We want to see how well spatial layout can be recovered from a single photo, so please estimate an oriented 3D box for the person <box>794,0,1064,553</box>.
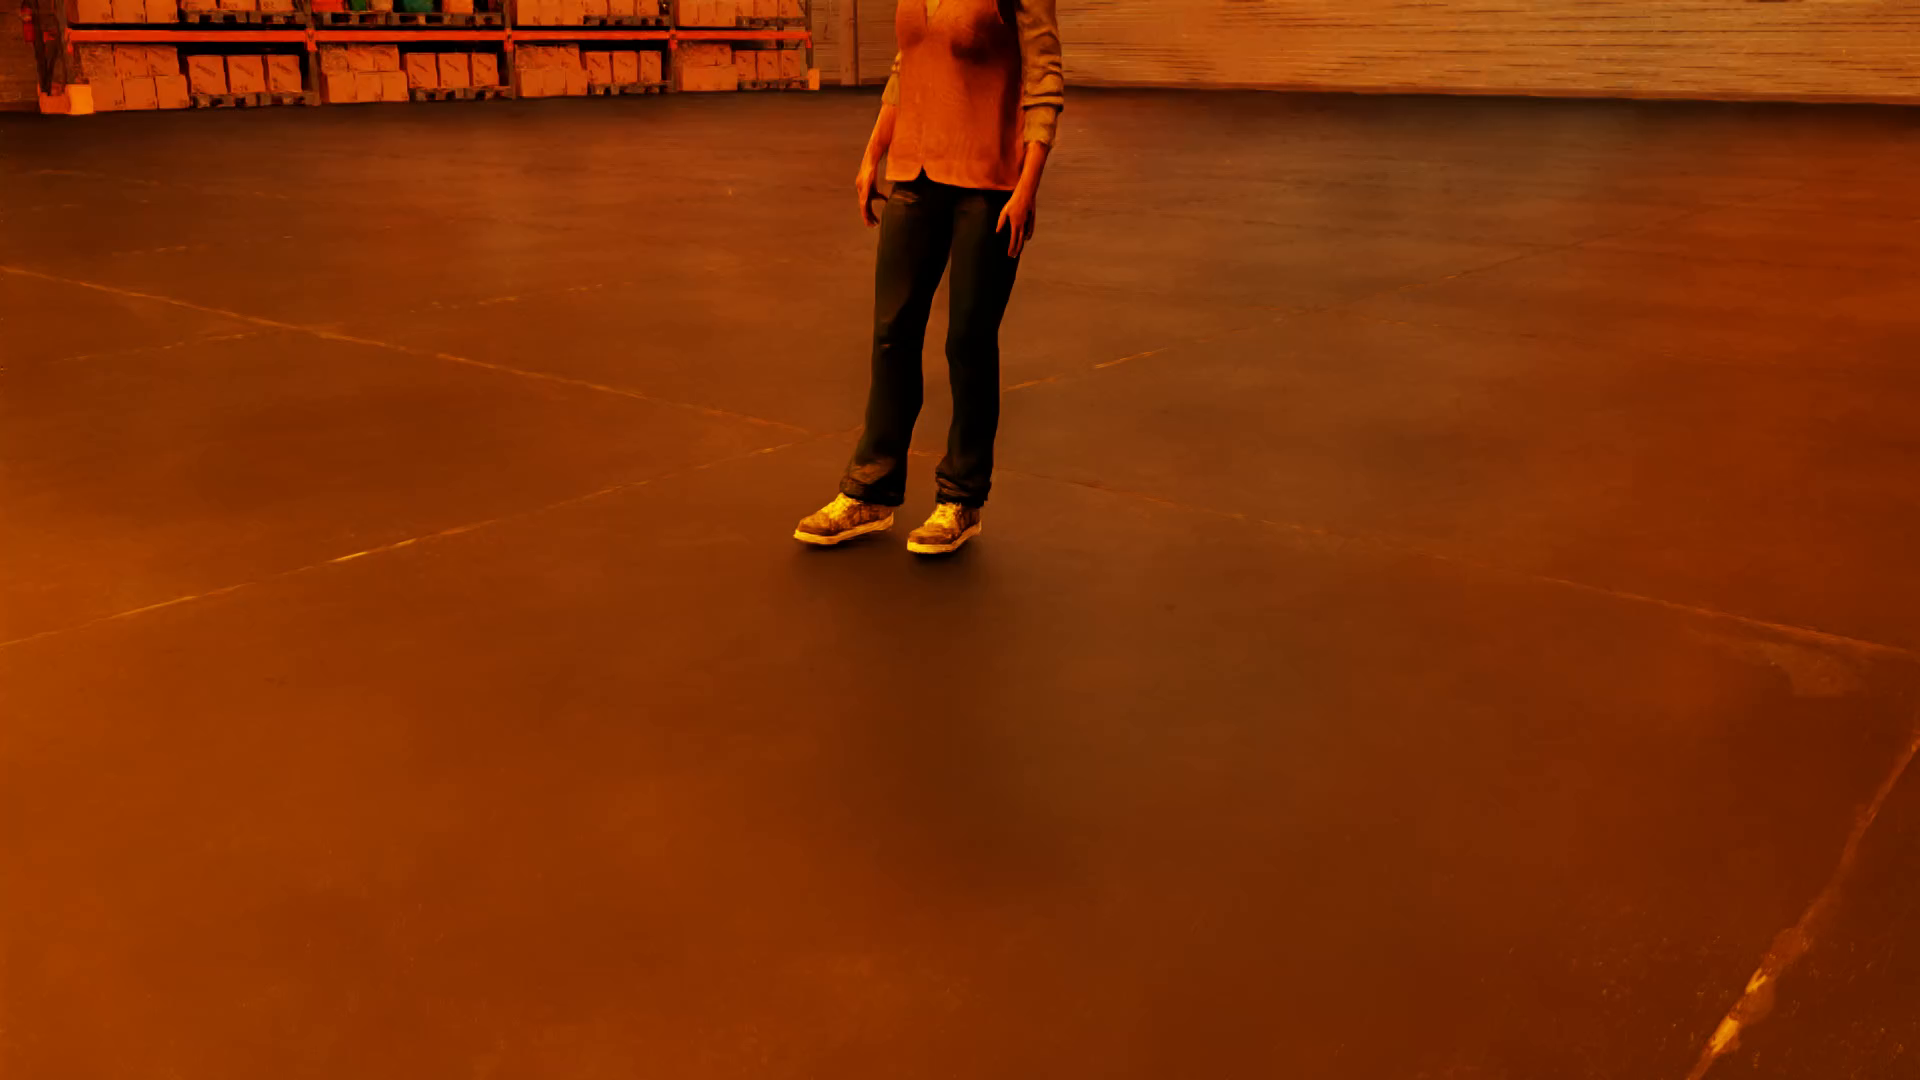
[{"bbox_3d":[-0.058,-0.757,3.662,0.520,1.597,0.474,13,21,37],"label":"person"}]
